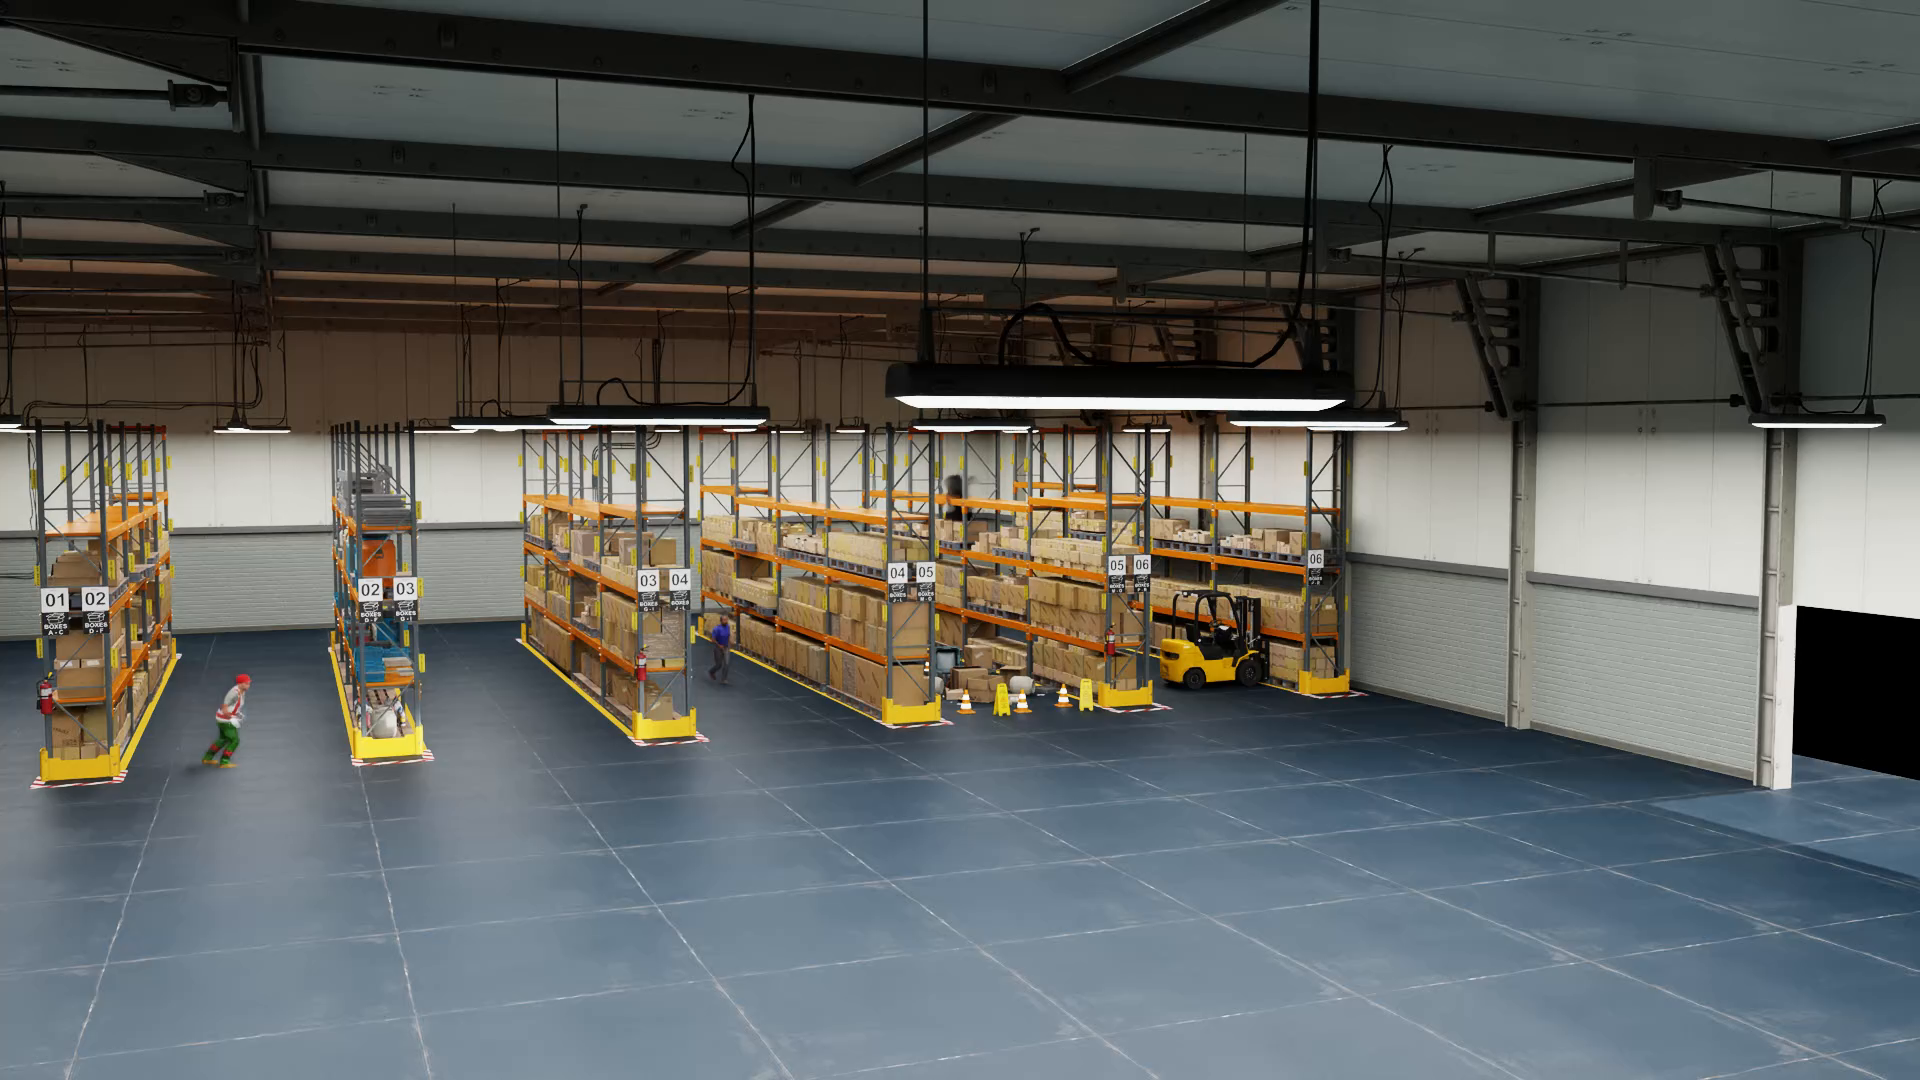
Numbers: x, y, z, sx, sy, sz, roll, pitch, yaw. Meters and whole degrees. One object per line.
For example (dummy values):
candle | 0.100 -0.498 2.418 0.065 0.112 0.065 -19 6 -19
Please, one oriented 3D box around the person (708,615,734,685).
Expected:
person | -5.568 2.523 38.519 0.574 1.609 0.736 -3 5 -39

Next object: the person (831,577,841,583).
person | -4.004 1.547 52.888 0.933 1.708 0.675 -3 5 -44

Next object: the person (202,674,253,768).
person | -12.628 3.118 28.649 0.902 1.635 0.681 -1 4 -15
